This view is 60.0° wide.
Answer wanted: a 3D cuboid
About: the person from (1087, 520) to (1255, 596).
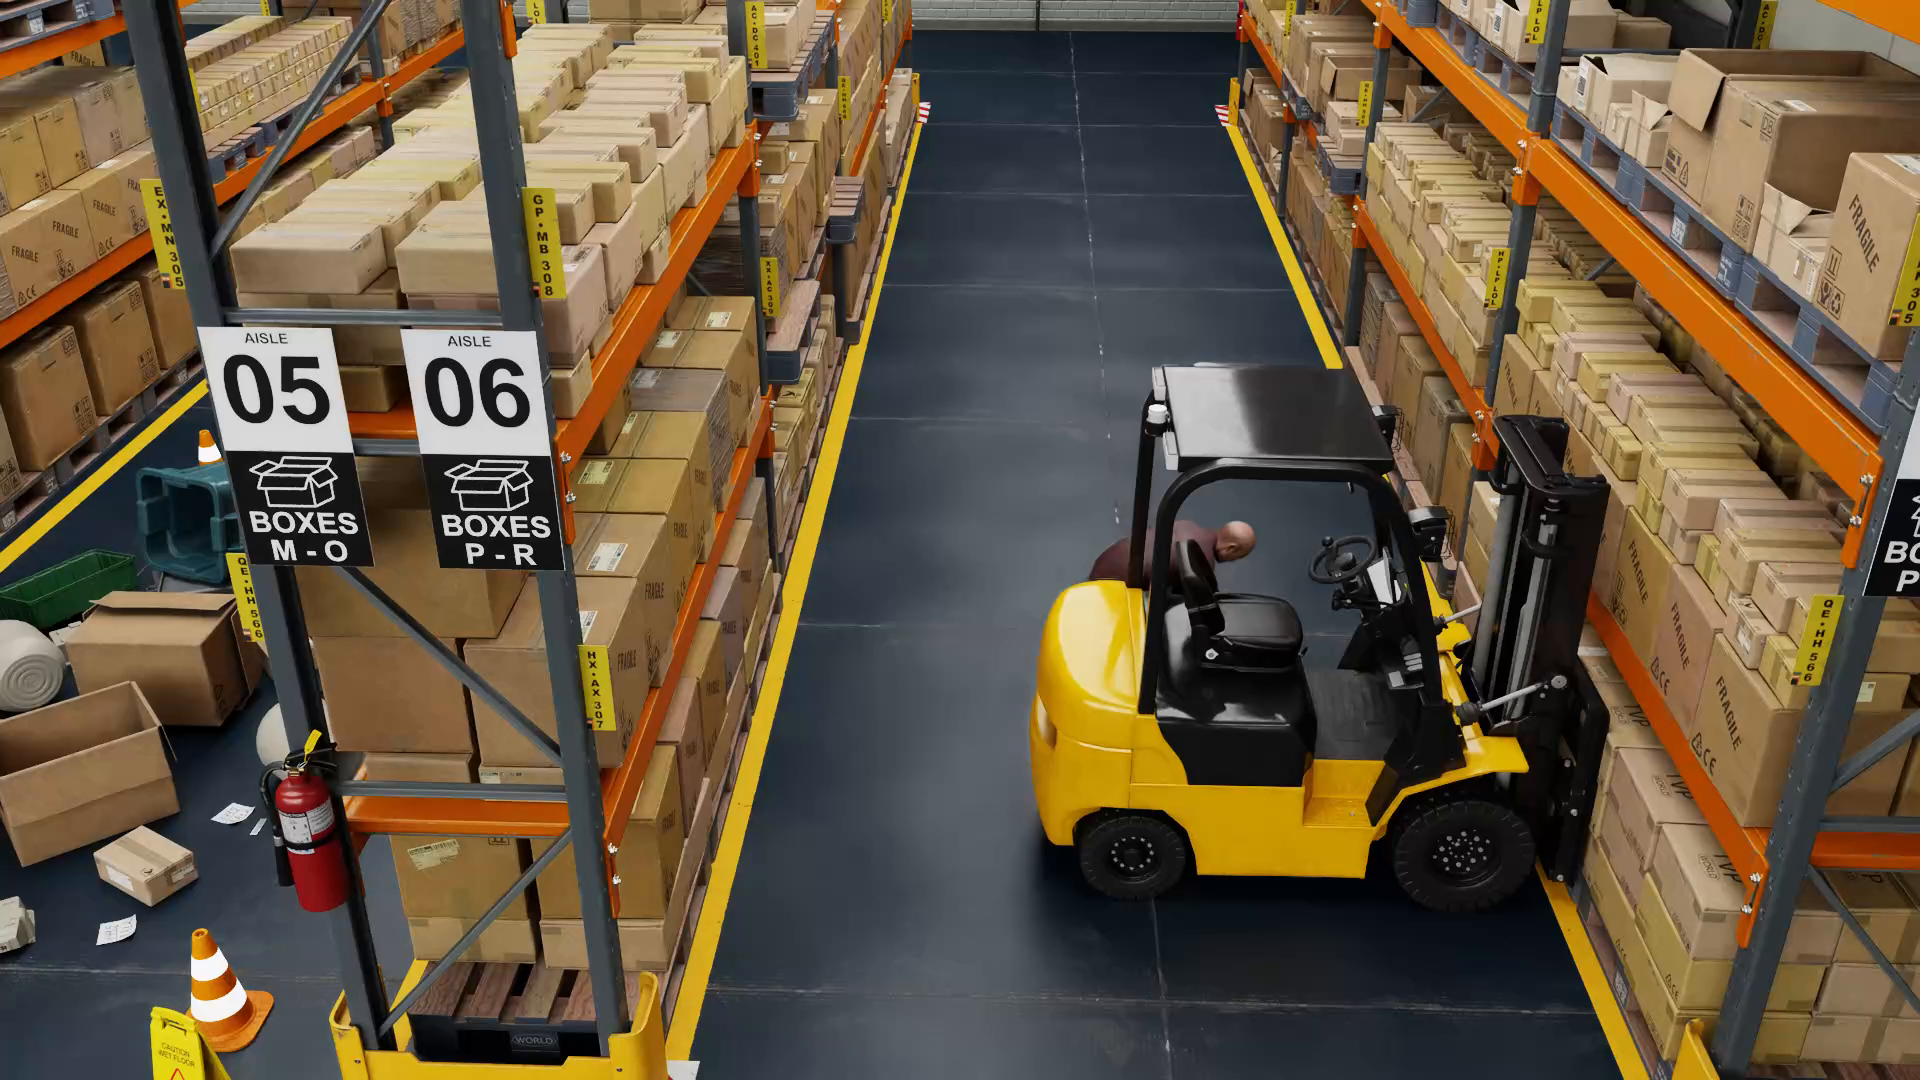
[{"bbox_3d":[1.160,0.327,9.180,0.924,0.844,0.580,1,28,1],"label":"person"}]
